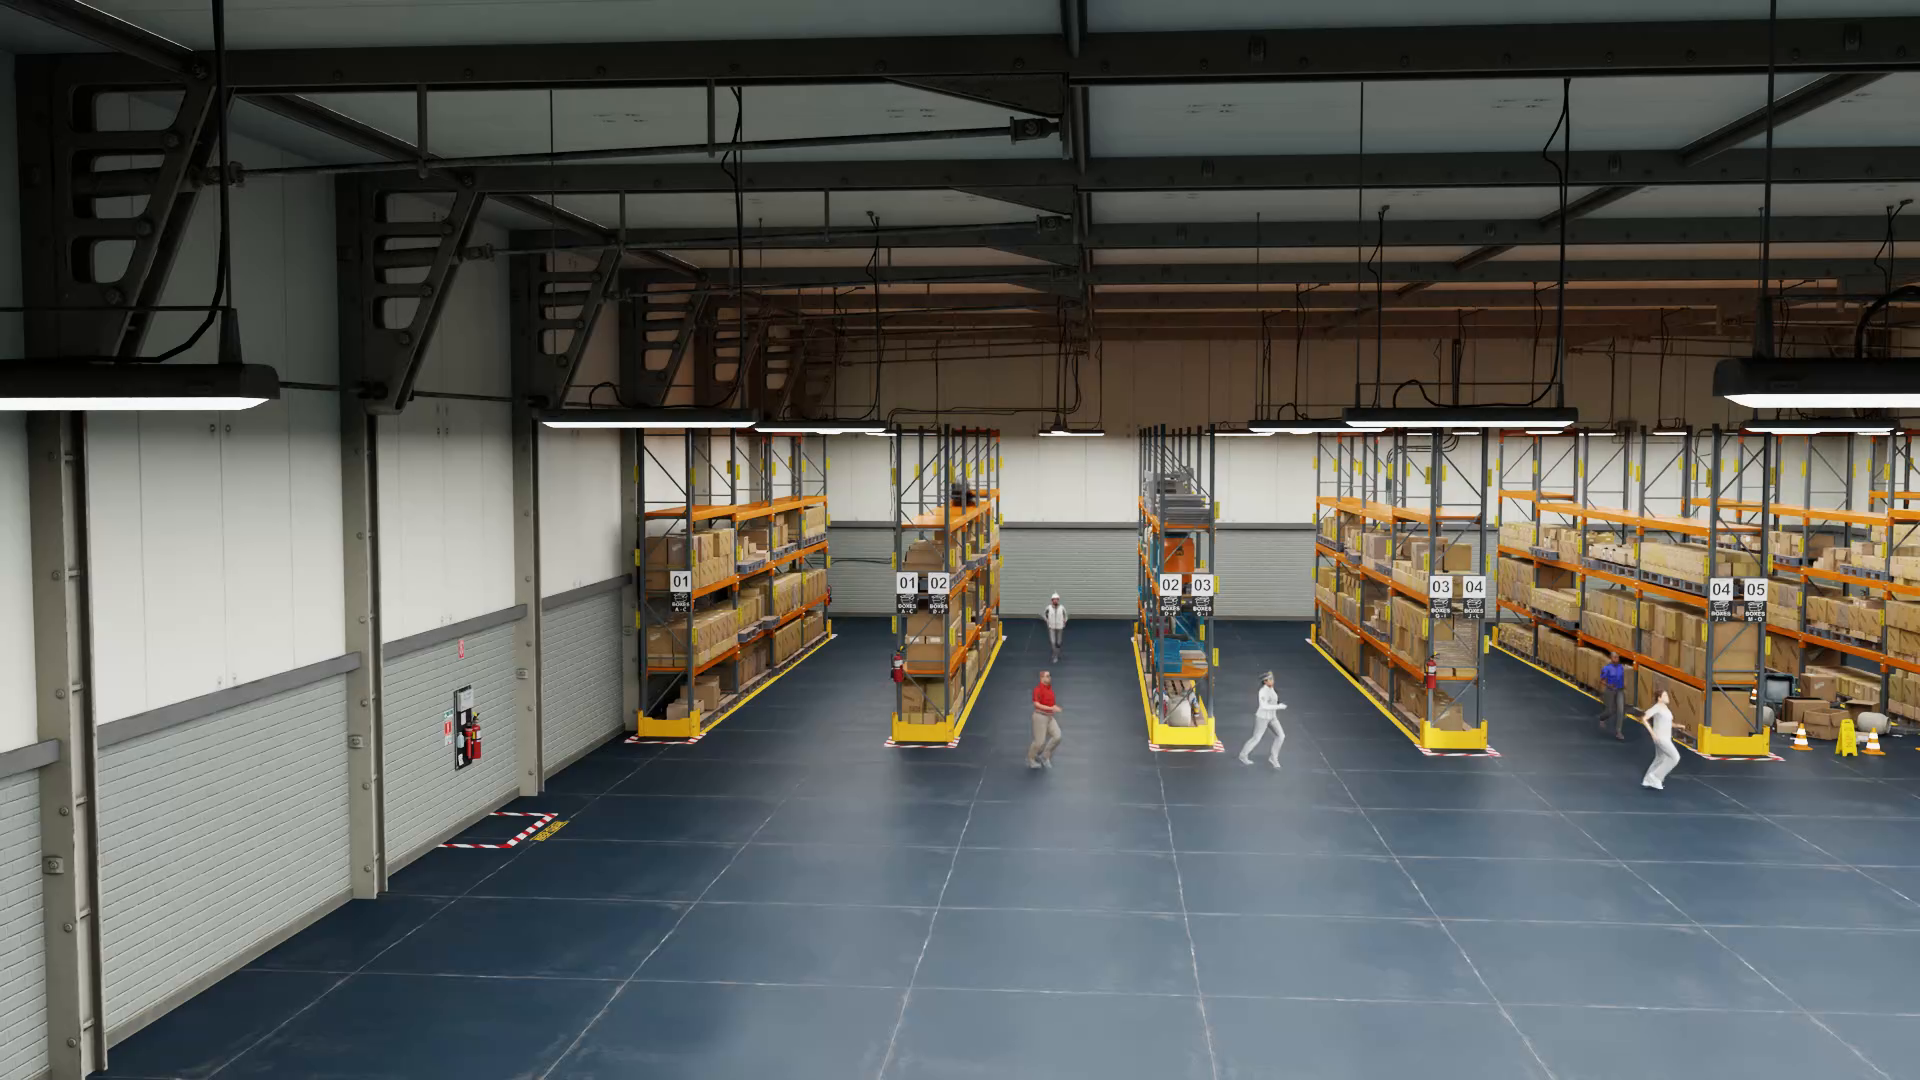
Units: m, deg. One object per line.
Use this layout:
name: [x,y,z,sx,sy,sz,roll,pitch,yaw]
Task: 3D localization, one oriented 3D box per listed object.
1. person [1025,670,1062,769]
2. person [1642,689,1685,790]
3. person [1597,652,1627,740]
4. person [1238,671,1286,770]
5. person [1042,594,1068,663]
person: [1.482,3.131,28.793,0.718,1.768,0.677,2,4,34]
person: [11.434,3.242,27.025,0.641,1.631,0.545,3,4,39]
person: [12.554,2.962,31.939,0.579,1.650,0.851,0,3,-6]
person: [5.300,3.121,28.894,0.866,1.729,0.622,3,4,39]
person: [2.454,2.259,42.862,0.660,1.748,0.722,0,3,0]
